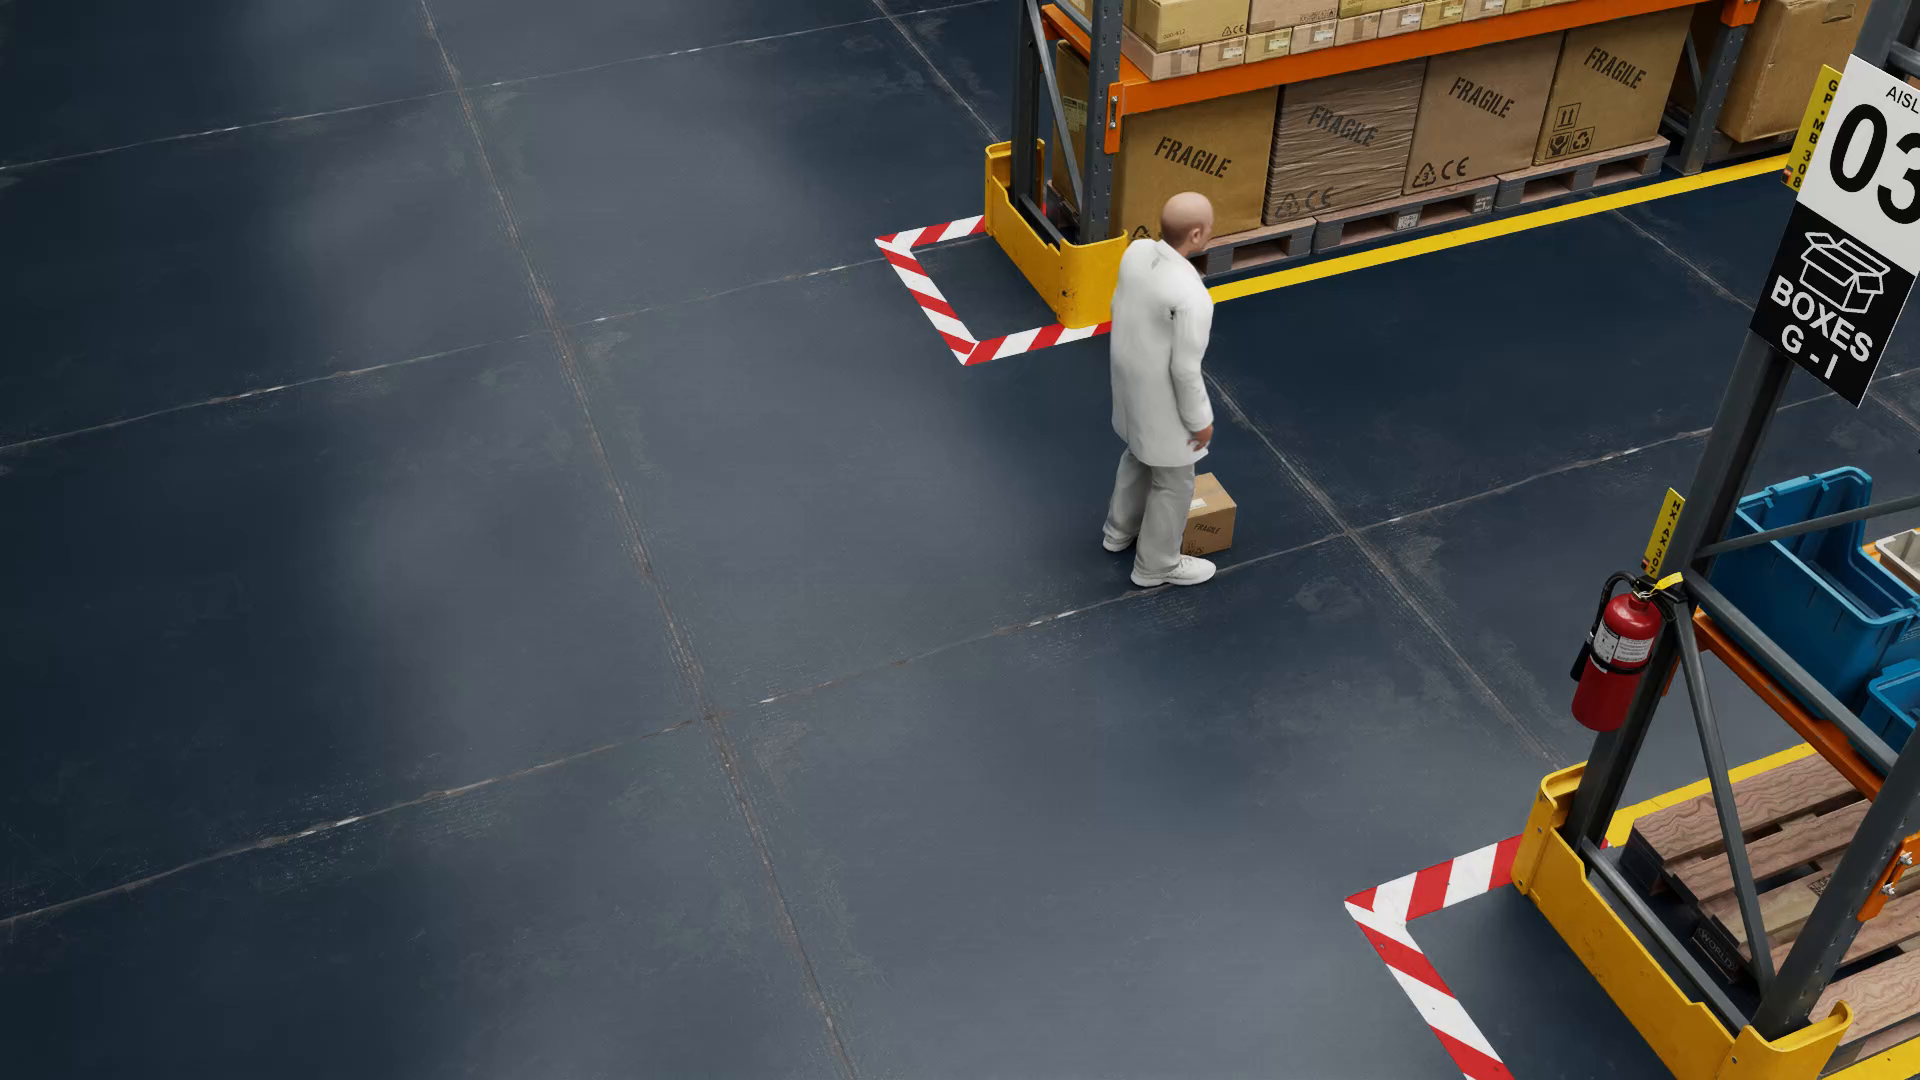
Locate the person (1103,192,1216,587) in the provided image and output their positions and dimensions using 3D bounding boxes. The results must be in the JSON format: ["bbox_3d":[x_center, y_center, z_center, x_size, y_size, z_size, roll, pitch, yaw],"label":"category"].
[{"bbox_3d":[0.830,-0.617,6.875,0.415,1.774,0.654,-16,44,-18],"label":"person"}]
